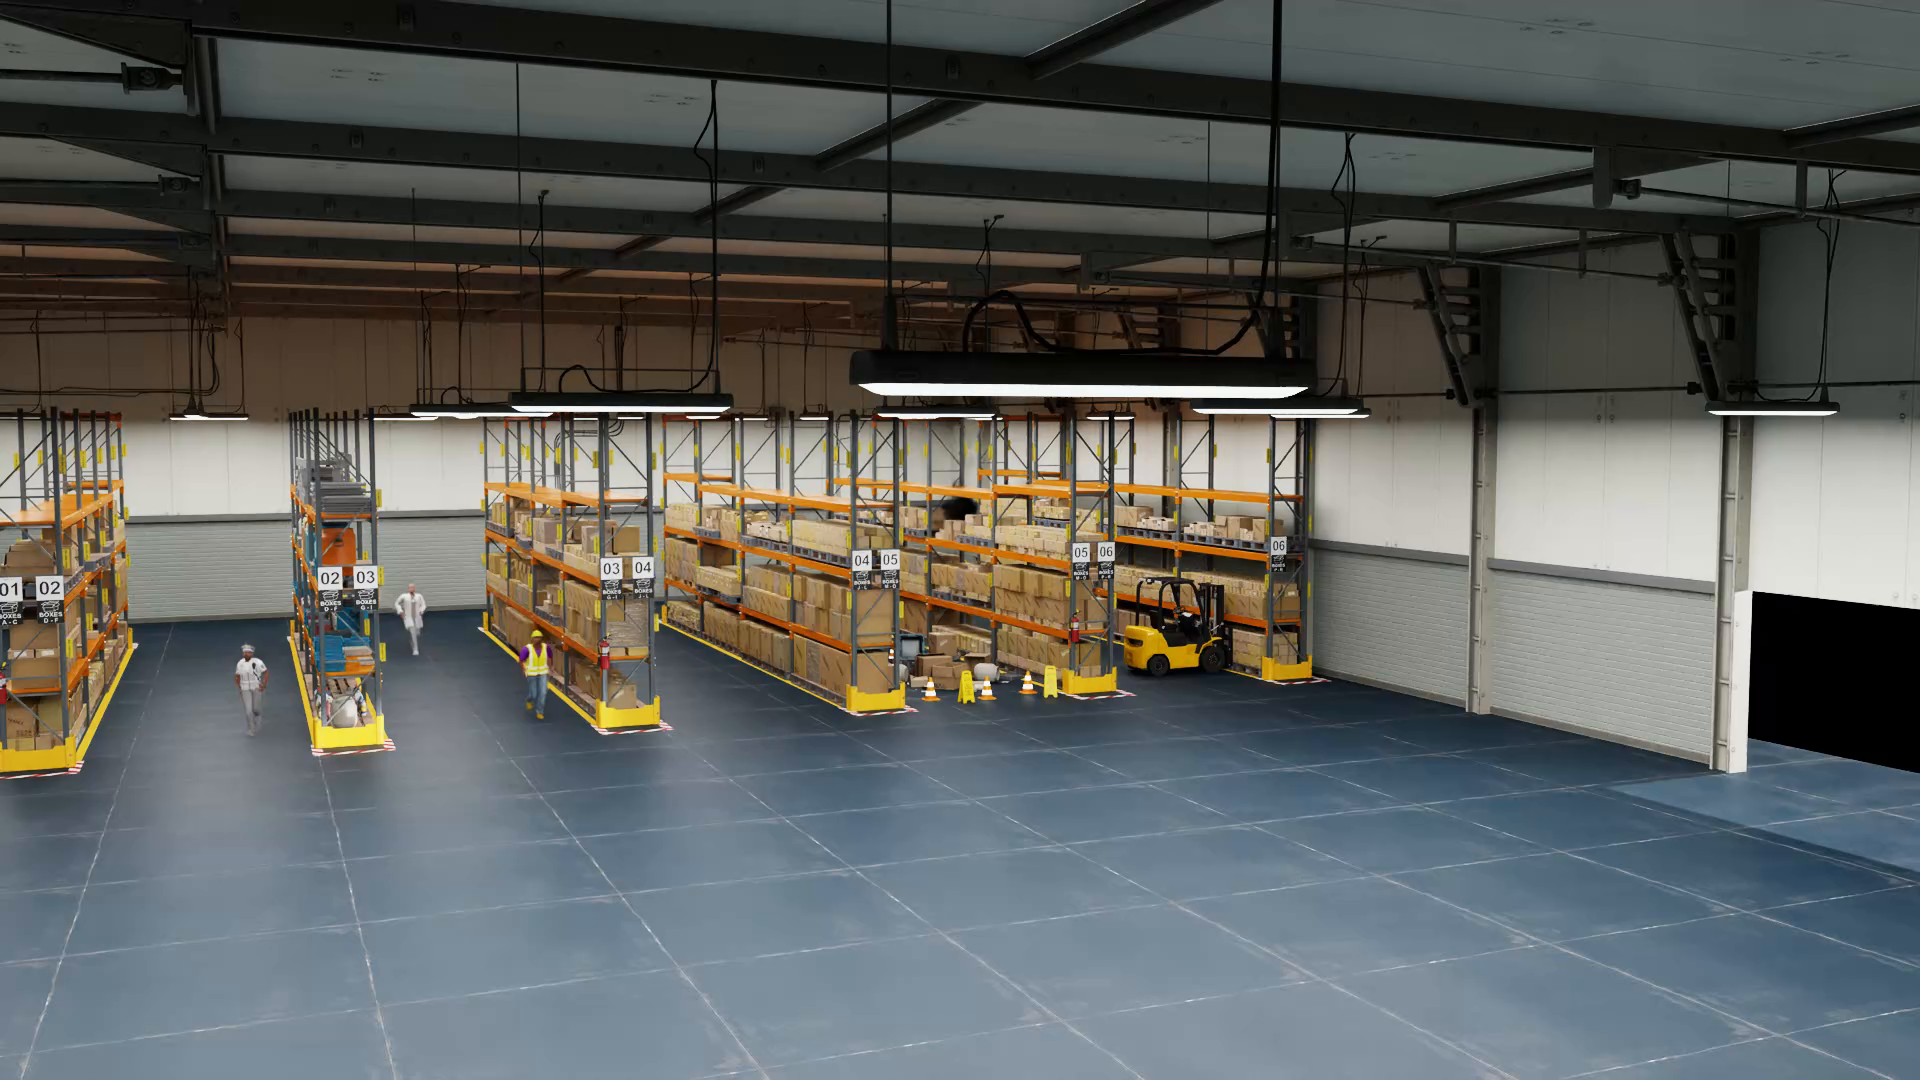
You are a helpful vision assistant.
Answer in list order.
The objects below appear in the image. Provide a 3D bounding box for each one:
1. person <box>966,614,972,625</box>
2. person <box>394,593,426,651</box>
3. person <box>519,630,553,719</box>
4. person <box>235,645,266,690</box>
[{"bbox_3d":[0.187,1.585,47.012,0.654,1.697,0.525,-2,5,-32],"label":"person"},{"bbox_3d":[-13.654,2.016,41.359,0.742,1.462,0.664,-3,5,-34],"label":"person"},{"bbox_3d":[-8.242,2.599,32.361,0.690,1.723,0.748,-2,5,-27],"label":"person"},{"bbox_3d":[-13.081,2.331,30.630,0.546,0.829,0.344,-1,4,-12],"label":"person"}]
